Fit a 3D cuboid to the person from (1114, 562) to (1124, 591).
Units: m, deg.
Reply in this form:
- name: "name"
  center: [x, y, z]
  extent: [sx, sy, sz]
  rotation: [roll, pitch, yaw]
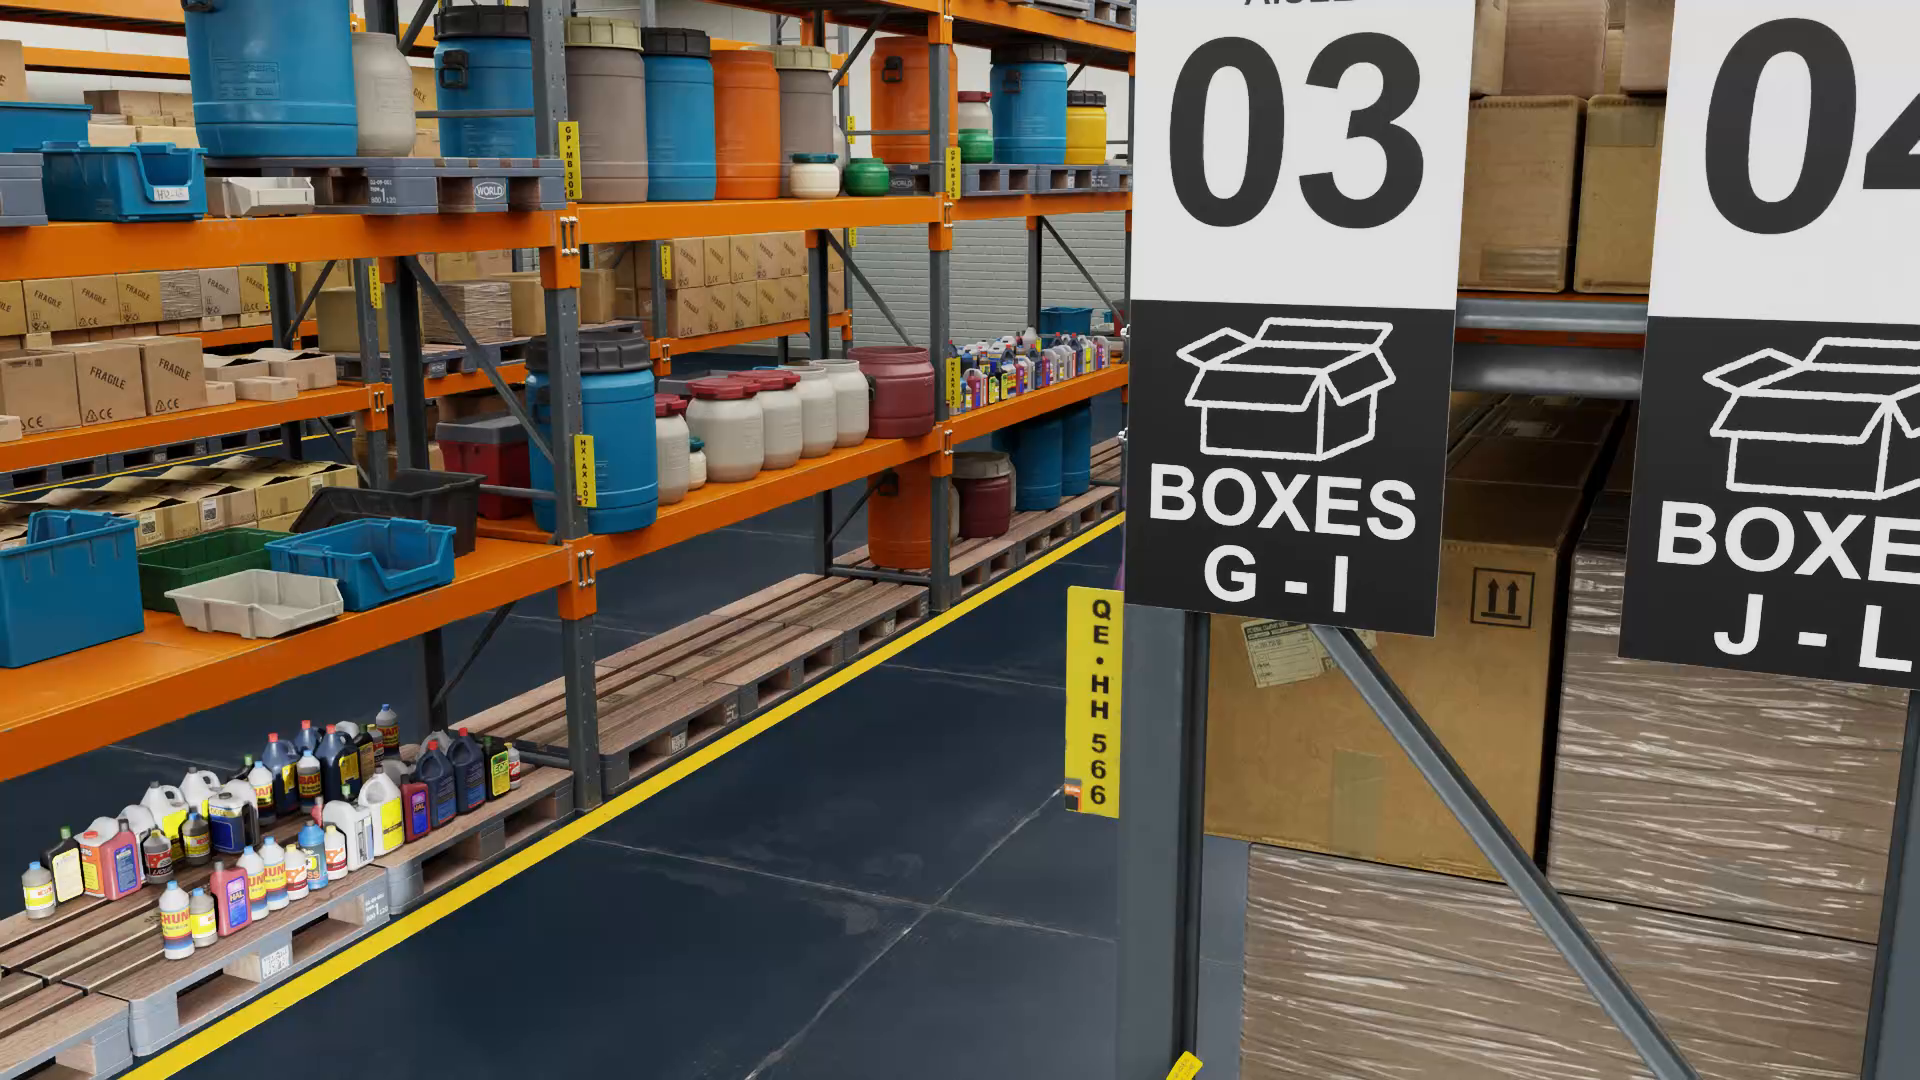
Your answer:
- name: "person"
  center: [1.230, 0.337, 10.752]
  extent: [0.430, 0.725, 0.843]
  rotation: [5, 14, 22]
